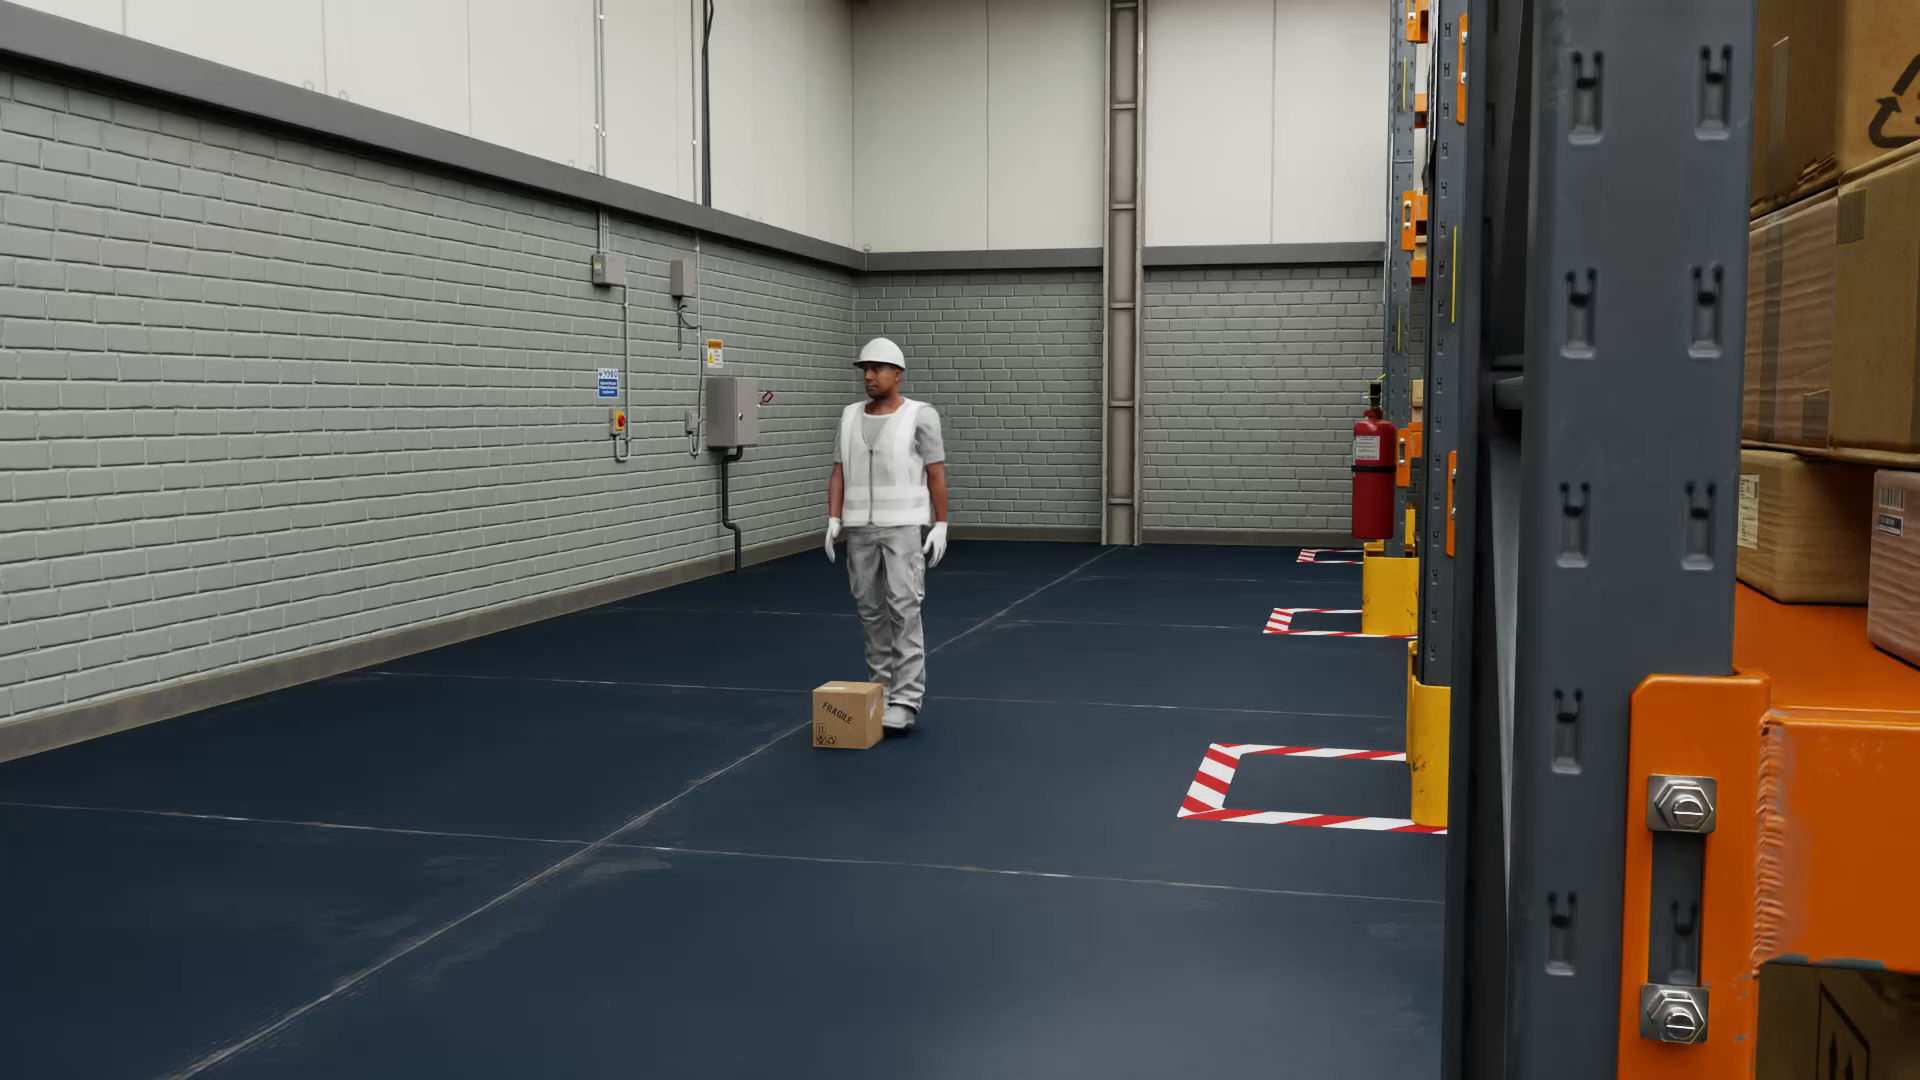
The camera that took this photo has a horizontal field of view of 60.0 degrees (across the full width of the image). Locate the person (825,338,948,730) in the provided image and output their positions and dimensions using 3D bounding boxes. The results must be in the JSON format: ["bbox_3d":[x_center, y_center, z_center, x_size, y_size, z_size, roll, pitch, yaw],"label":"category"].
[{"bbox_3d":[-0.385,-0.040,7.667,0.556,1.777,0.649,2,5,23],"label":"person"}]
